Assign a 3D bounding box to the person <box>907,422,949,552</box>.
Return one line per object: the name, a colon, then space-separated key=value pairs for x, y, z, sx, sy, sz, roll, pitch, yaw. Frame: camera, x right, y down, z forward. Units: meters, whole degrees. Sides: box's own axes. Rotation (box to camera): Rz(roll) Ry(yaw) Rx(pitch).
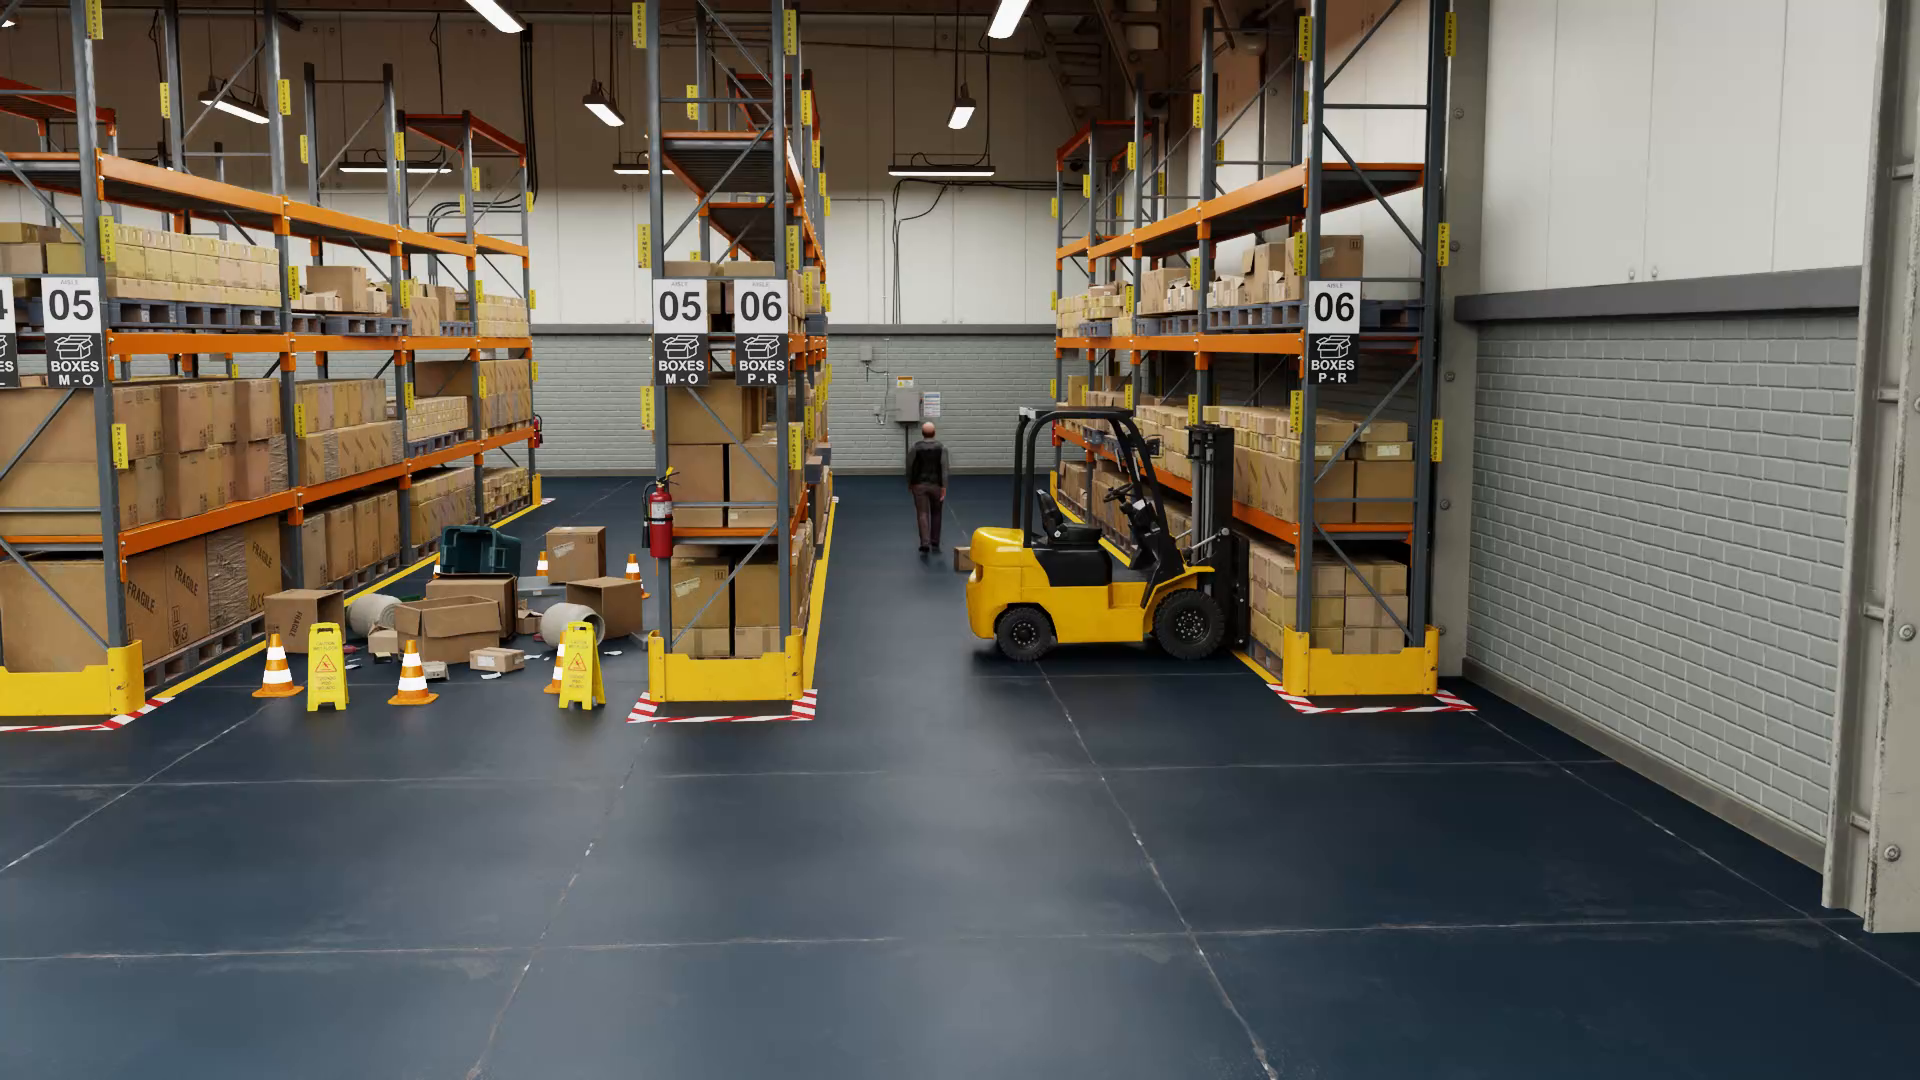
person: x=-0.431 y=-0.708 z=21.689 sx=0.543 sy=1.665 sz=0.993 roll=-1 pitch=7 yaw=-7
